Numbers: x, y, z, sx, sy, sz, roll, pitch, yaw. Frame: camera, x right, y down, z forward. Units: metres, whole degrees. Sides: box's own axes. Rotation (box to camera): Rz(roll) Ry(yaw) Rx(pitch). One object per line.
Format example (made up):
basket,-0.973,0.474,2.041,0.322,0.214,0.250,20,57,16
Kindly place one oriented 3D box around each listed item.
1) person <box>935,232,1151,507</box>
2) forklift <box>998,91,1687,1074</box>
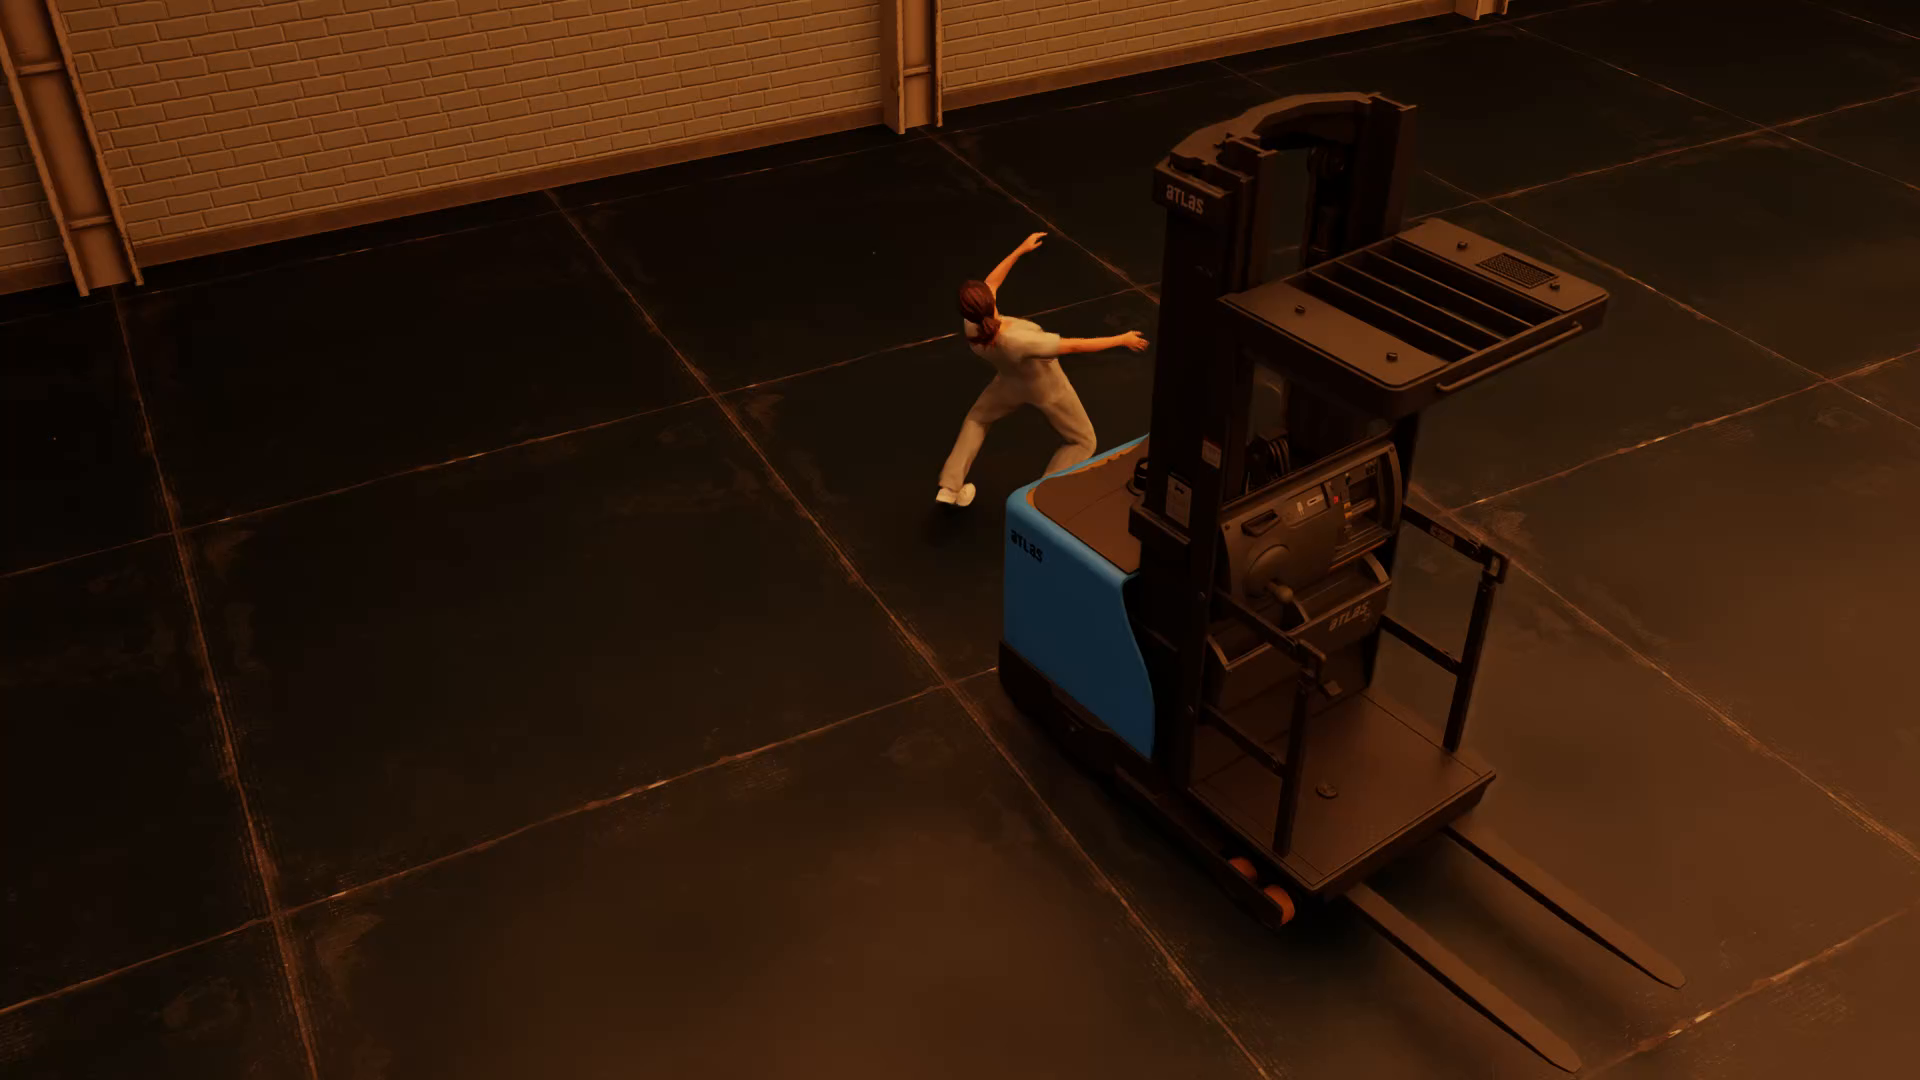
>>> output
person,0.423,-0.727,8.400,1.004,1.467,0.693,15,38,20
forklift,1.461,-0.003,6.128,1.130,2.935,3.031,-23,41,-29
